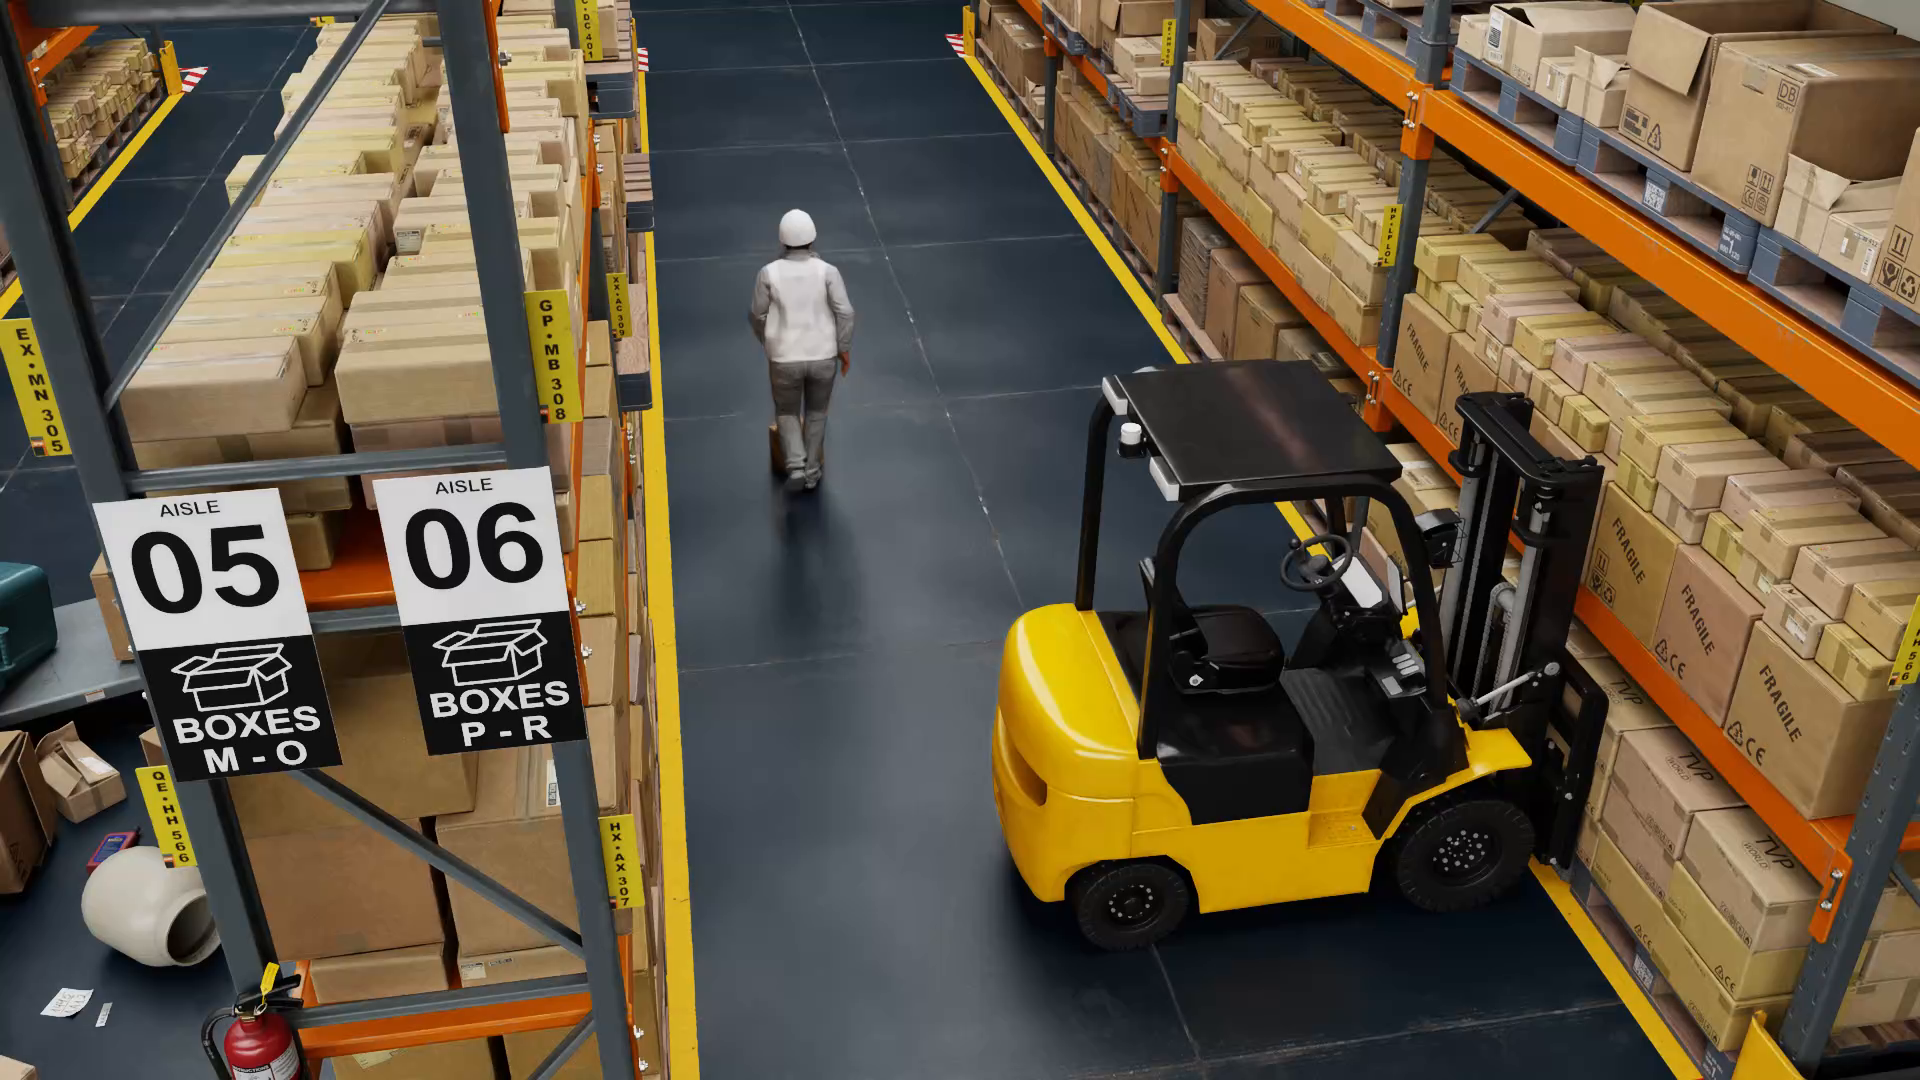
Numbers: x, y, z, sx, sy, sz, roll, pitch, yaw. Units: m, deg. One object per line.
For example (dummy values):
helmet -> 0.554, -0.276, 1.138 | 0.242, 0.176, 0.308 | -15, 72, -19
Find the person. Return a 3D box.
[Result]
person -> -0.938, -1.078, 9.982 | 0.631, 1.726, 0.744 | -4, 31, -7
